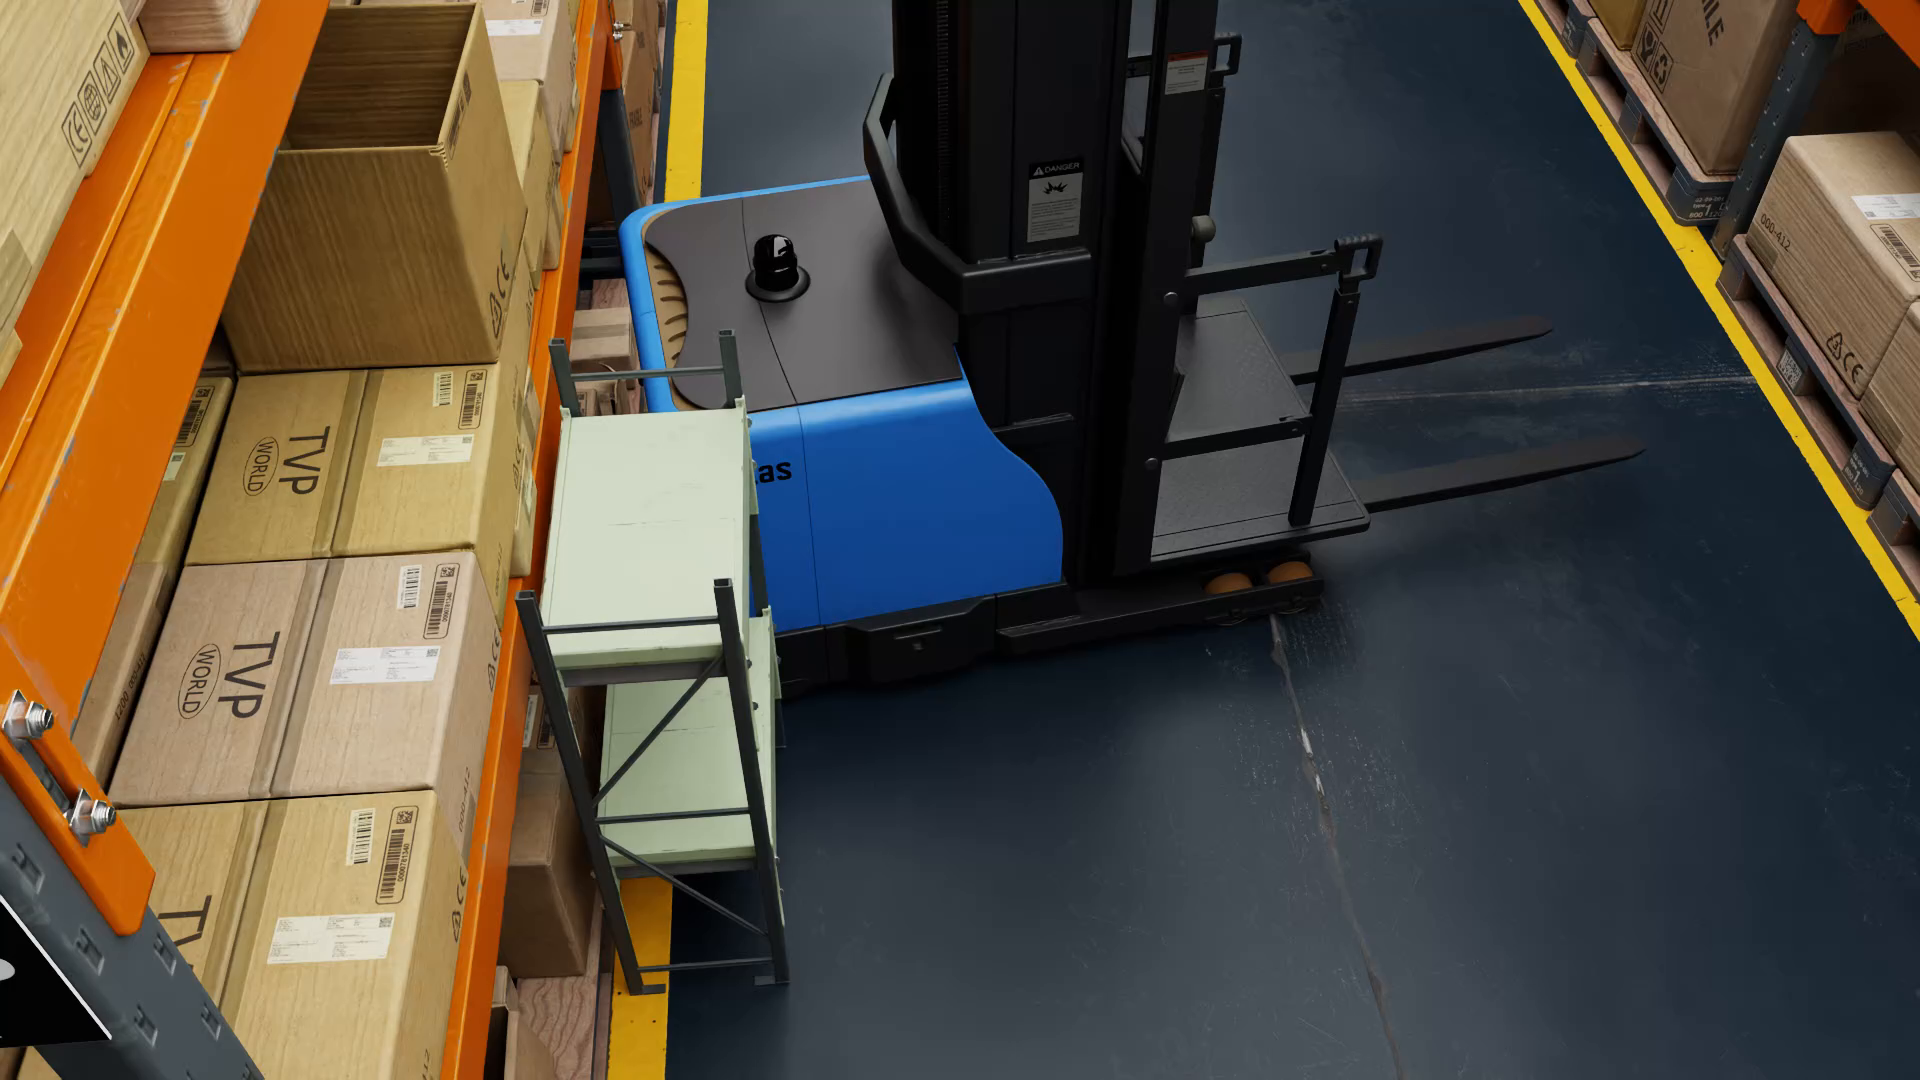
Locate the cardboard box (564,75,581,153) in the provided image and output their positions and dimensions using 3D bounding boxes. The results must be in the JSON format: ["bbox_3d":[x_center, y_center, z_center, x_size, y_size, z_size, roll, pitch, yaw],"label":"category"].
[{"bbox_3d":[-1.232,-1.163,4.459,0.380,0.149,0.250,-2,47,-2],"label":"cardboard box"}]

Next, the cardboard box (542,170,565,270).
[{"bbox_3d":[-1.187,-0.789,4.104,0.380,0.149,0.250,-4,47,-4],"label":"cardboard box"}]

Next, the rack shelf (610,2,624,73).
[{"bbox_3d":[-1.767,-3.038,6.557,1.077,0.370,4.000,-3,47,-3],"label":"rack shelf"}]

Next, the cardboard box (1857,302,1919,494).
[{"bbox_3d":[3.368,-0.298,4.942,0.875,0.438,0.875,-5,47,-4],"label":"cardboard box"}]

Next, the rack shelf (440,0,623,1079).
[{"bbox_3d":[-1.432,-0.144,3.816,1.077,0.370,4.000,-3,47,-3],"label":"rack shelf"}]

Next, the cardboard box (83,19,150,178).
[{"bbox_3d":[-1.112,-0.509,1.773,0.380,0.149,0.250,-3,47,-3],"label":"cardboard box"}]

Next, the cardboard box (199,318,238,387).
[{"bbox_3d":[-1.690,-0.422,3.482,0.500,0.250,0.500,-4,47,-3],"label":"cardboard box"}]

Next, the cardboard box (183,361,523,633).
[{"bbox_3d":[-1.122,-0.071,3.150,0.500,0.250,0.500,-4,47,-4],"label":"cardboard box"}]

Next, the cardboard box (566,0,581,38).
[{"bbox_3d":[-1.313,-1.536,4.537,0.500,0.250,0.500,-2,47,-2],"label":"cardboard box"}]

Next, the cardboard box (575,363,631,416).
[{"bbox_3d":[-1.230,-0.399,5.156,0.396,0.266,0.258,-2,47,-2],"label":"cardboard box"}]

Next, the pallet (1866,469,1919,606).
[{"bbox_3d":[3.438,0.256,4.863,1.003,0.211,1.213,-3,47,-3],"label":"pallet"}]

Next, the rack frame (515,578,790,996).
[{"bbox_3d":[-0.627,0.606,3.642,0.400,1.500,0.023,-4,47,-3],"label":"rack frame"}]

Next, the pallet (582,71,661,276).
[{"bbox_3d":[-1.705,-1.466,6.493,1.003,0.211,1.213,-3,47,-3],"label":"pallet"}]

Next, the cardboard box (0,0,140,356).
[{"bbox_3d":[-1.029,-0.364,1.362,0.500,0.250,0.500,-4,47,-4],"label":"cardboard box"}]

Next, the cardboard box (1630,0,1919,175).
[{"bbox_3d":[3.215,-2.001,6.253,0.875,0.875,0.875,-2,47,-2],"label":"cardboard box"}]

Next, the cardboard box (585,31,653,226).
[{"bbox_3d":[-1.415,-1.487,6.025,0.500,0.500,0.500,-2,47,-2],"label":"cardboard box"}]

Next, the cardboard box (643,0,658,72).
[{"bbox_3d":[-1.507,-2.233,6.731,0.500,0.500,0.500,-5,47,-4],"label":"cardboard box"}]

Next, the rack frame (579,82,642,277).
[{"bbox_3d":[-1.599,-1.839,4.925,1.000,3.000,0.127,-3,47,-3],"label":"rack frame"}]

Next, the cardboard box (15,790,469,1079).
[{"bbox_3d":[-1.034,0.660,2.457,0.500,0.250,0.500,-3,47,-3],"label":"cardboard box"}]

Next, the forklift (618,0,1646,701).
[{"bbox_3d":[0.605,-1.115,4.287,3.031,2.935,1.130,-10,47,-9],"label":"forklift"}]

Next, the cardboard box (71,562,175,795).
[{"bbox_3d":[-1.609,0.315,2.784,0.500,0.250,0.500,-3,47,-3],"label":"cardboard box"}]

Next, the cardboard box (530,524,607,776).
[{"bbox_3d":[-1.198,0.313,4.320,0.500,0.500,0.500,-3,47,-3],"label":"cardboard box"}]

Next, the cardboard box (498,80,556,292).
[{"bbox_3d":[-1.228,-0.813,3.852,0.500,0.250,0.500,-4,47,-4],"label":"cardboard box"}]

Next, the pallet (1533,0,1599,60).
[{"bbox_3d":[3.102,-2.623,7.588,1.003,0.211,1.213,-3,47,-3],"label":"pallet"}]

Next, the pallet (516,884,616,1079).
[{"bbox_3d":[-1.338,1.383,3.795,1.003,0.211,1.213,-3,47,-3],"label":"pallet"}]

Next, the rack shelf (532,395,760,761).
[{"bbox_3d":[-0.658,0.073,3.610,0.431,0.370,0.720,-4,47,-3],"label":"rack shelf"}]

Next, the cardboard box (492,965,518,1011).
[{"bbox_3d":[-1.218,1.133,3.785,0.380,0.149,0.250,-5,47,-5],"label":"cardboard box"}]

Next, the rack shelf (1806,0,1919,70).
[{"bbox_3d":[3.514,-0.449,4.104,1.077,0.370,4.000,-3,47,-3],"label":"rack shelf"}]

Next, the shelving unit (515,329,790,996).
[{"bbox_3d":[-0.659,0.342,3.893,0.431,1.500,0.755,-4,47,-3],"label":"shelving unit"}]

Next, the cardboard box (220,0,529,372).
[{"bbox_3d":[-1.160,-0.683,3.213,0.500,0.500,0.500,-2,47,-2],"label":"cardboard box"}]

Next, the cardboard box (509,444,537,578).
[{"bbox_3d":[-1.077,-0.048,3.402,0.380,0.149,0.250,-5,47,-4],"label":"cardboard box"}]

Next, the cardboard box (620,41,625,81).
[{"bbox_3d":[-1.364,-1.622,5.706,0.380,0.149,0.250,-1,47,-1],"label":"cardboard box"}]
